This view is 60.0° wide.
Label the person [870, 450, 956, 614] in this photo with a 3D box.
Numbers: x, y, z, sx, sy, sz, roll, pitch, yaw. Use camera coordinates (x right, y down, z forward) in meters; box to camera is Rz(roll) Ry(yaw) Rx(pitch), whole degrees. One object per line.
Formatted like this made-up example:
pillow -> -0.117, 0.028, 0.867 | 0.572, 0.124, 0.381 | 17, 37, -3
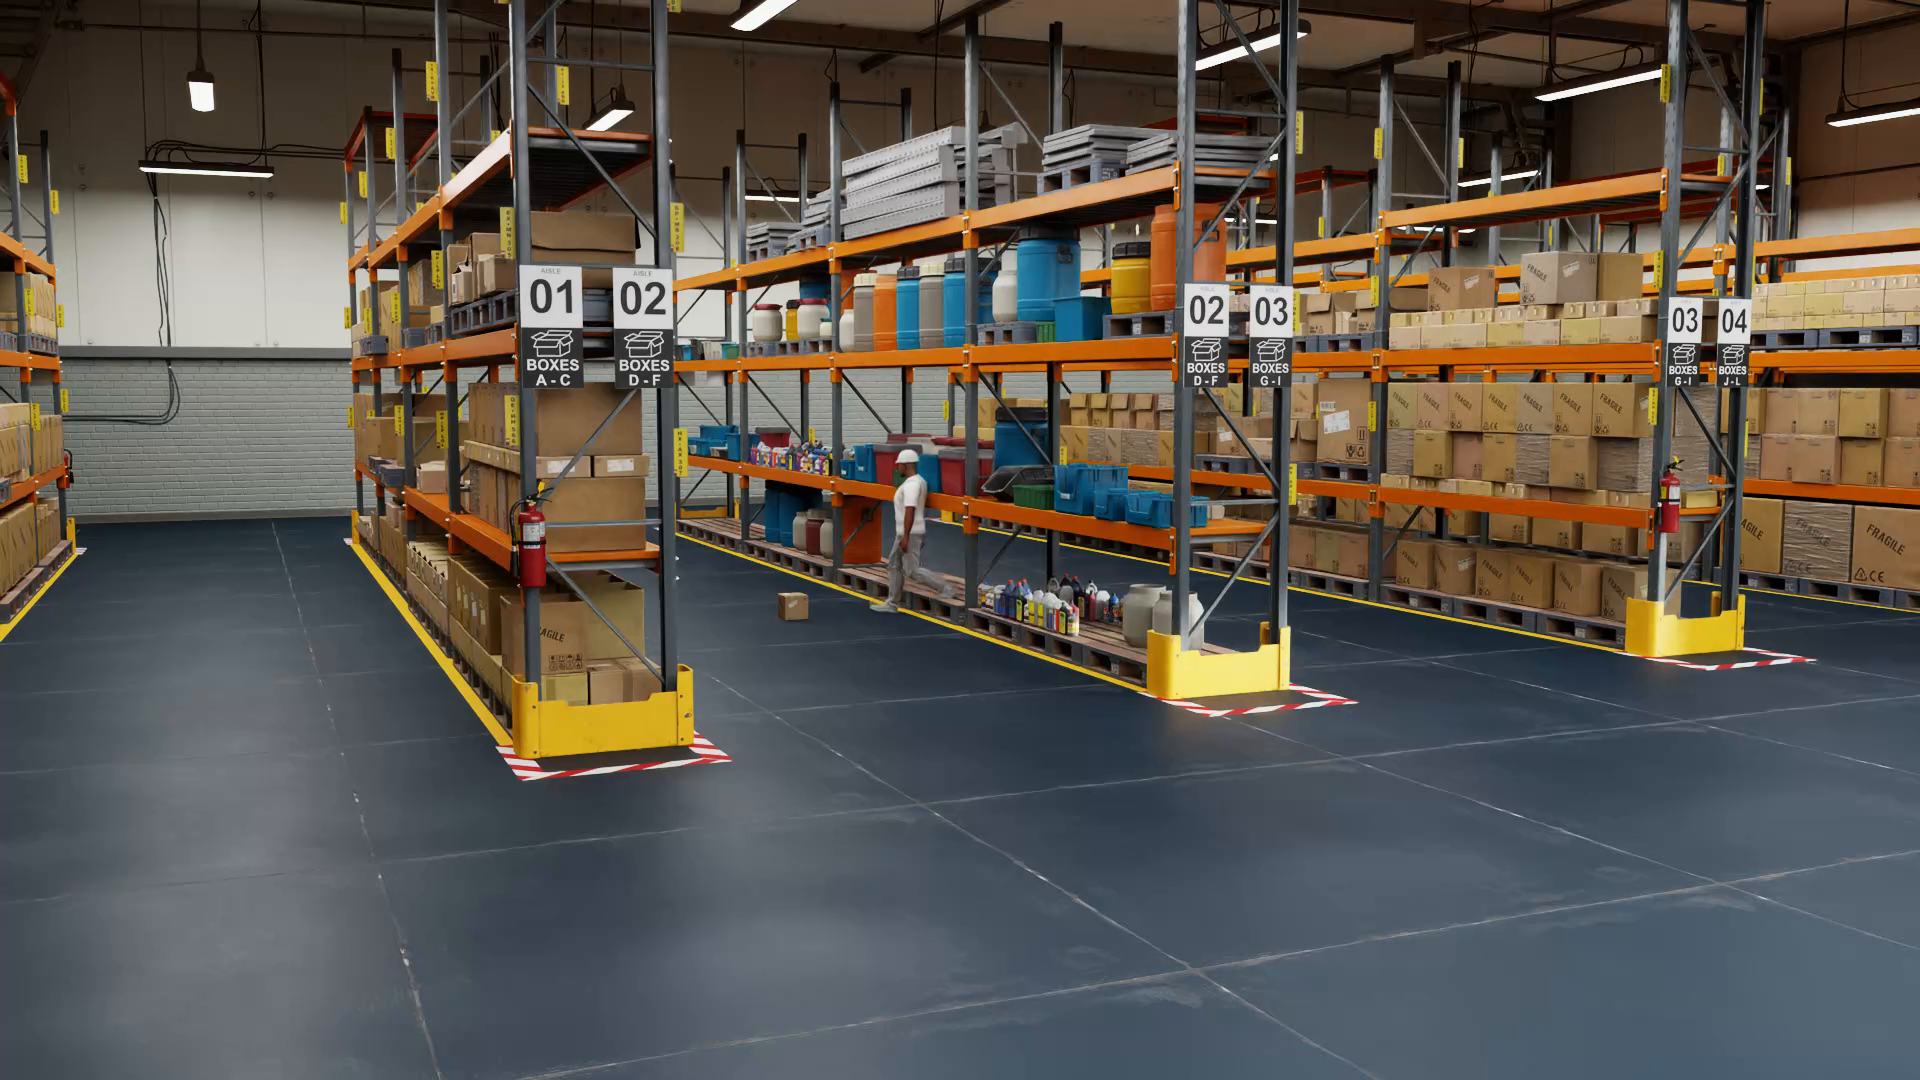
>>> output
person -> -0.502, -0.075, 17.468 | 0.927, 1.744, 0.614 | 0, 5, 1
